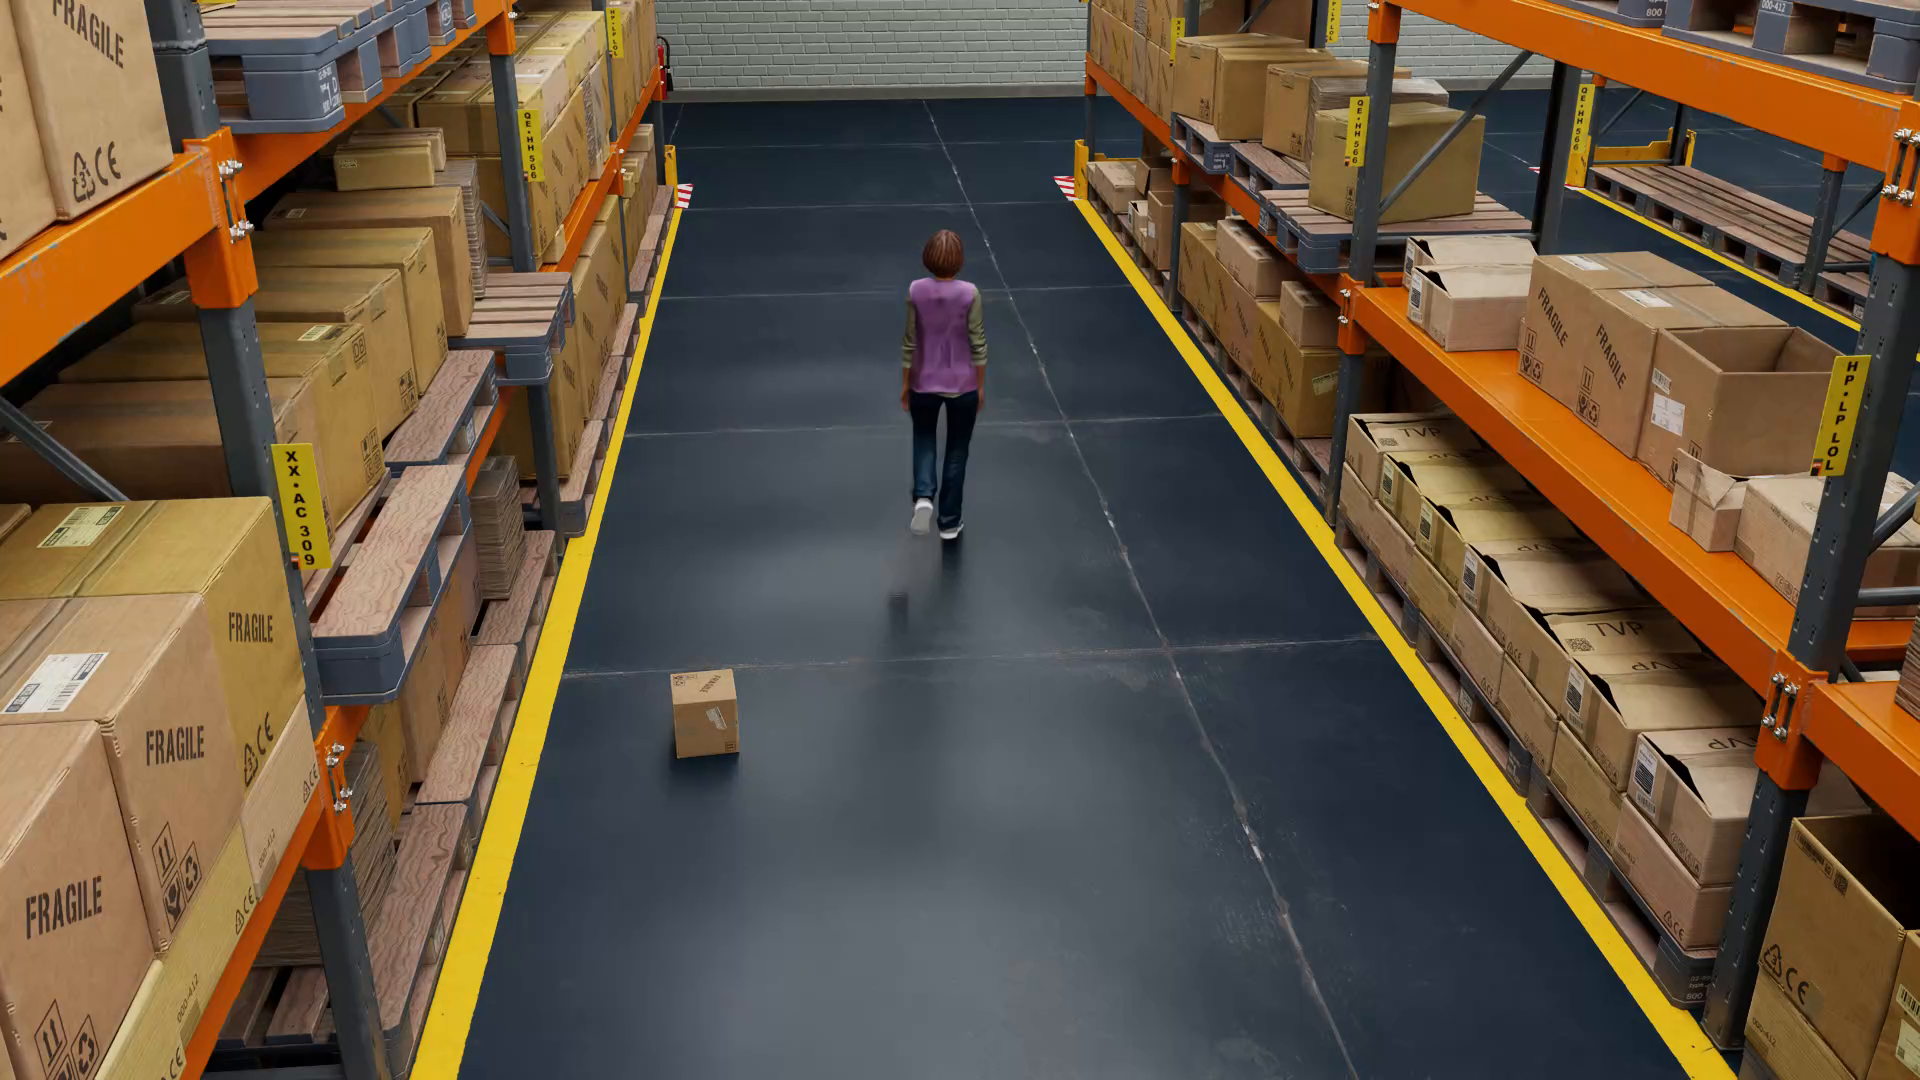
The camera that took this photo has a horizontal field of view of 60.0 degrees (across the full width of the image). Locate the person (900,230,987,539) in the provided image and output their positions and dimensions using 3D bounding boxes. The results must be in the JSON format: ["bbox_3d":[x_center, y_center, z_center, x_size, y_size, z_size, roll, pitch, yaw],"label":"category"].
[{"bbox_3d":[-0.081,-0.746,8.214,0.435,1.594,0.442,4,24,8],"label":"person"}]
